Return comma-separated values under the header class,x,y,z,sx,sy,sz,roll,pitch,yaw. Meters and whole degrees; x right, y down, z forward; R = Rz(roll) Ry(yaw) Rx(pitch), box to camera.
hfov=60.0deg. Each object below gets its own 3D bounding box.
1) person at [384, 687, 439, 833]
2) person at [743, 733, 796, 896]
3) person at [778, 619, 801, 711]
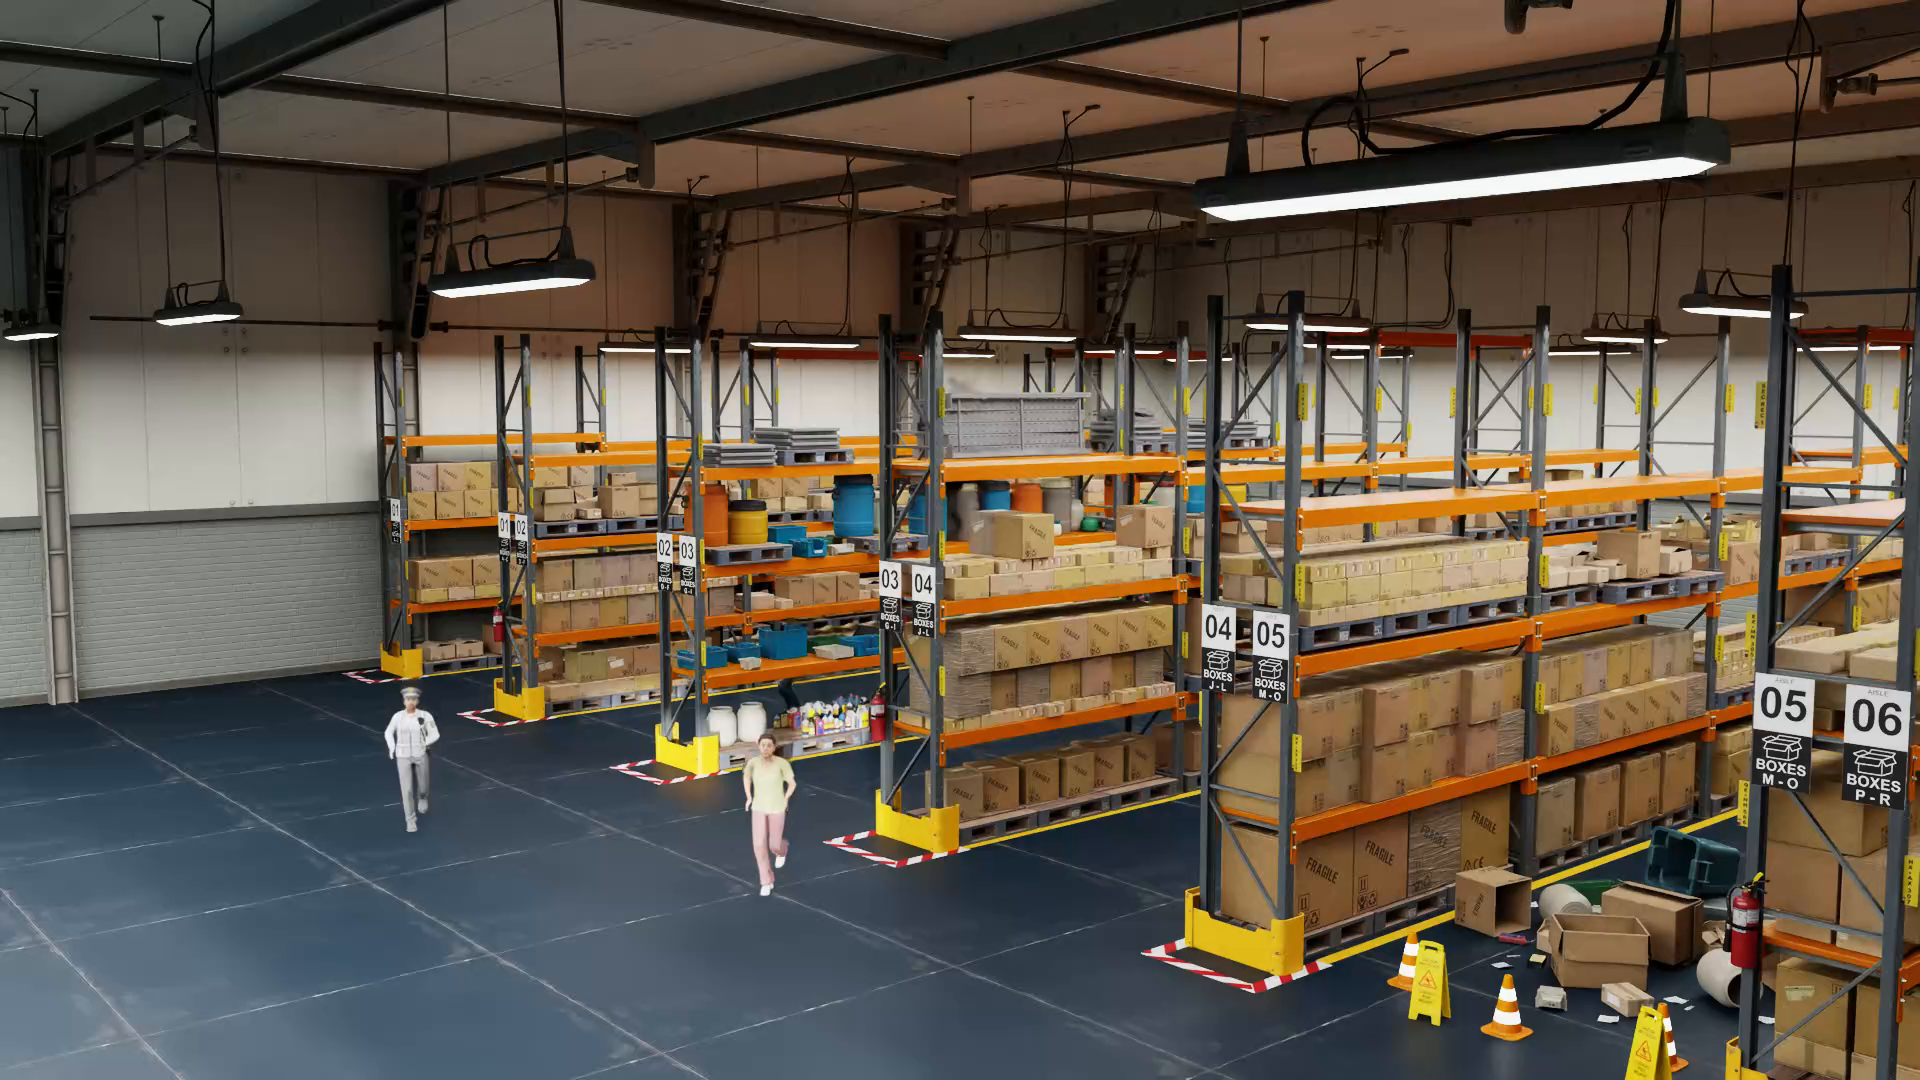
class,x,y,z,sx,sy,sz,roll,pitch,yaw
person,-6.460,2.549,19.613,0.625,1.662,0.785,-1,5,-15
person,-1.973,2.788,17.252,0.565,1.640,0.806,0,5,3
person,-2.665,2.029,25.728,0.625,1.599,0.515,-5,7,-42
